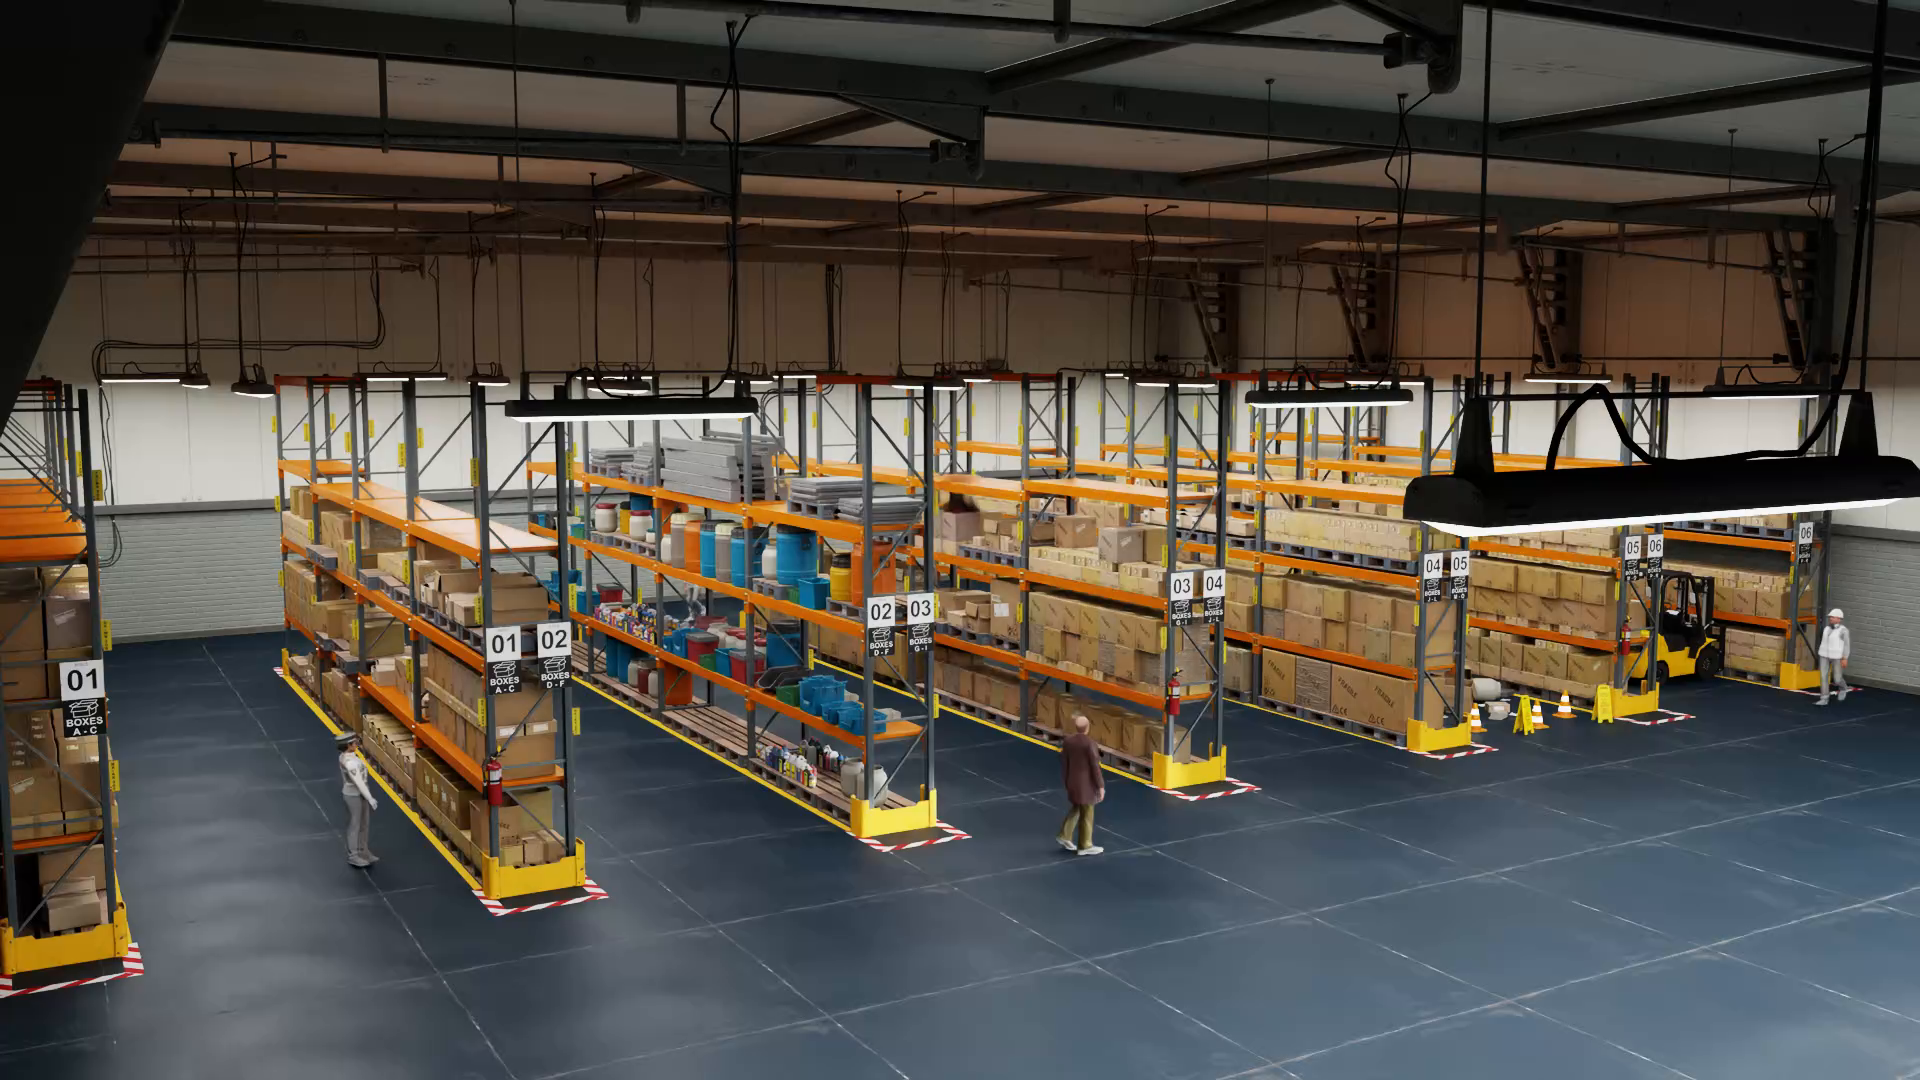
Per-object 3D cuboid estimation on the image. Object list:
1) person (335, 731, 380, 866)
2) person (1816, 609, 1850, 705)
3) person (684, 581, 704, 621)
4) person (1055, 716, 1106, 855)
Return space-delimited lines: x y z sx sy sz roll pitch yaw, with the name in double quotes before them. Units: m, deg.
"person" -7.507 3.241 20.779 0.523 1.716 0.495 0 6 -3
"person" 15.958 2.131 30.331 0.684 1.763 0.530 -6 9 -44
"person" -6.422 1.148 40.082 0.403 1.596 0.472 3 7 28
"person" 1.567 3.142 21.239 0.488 1.807 0.678 -5 8 -38
